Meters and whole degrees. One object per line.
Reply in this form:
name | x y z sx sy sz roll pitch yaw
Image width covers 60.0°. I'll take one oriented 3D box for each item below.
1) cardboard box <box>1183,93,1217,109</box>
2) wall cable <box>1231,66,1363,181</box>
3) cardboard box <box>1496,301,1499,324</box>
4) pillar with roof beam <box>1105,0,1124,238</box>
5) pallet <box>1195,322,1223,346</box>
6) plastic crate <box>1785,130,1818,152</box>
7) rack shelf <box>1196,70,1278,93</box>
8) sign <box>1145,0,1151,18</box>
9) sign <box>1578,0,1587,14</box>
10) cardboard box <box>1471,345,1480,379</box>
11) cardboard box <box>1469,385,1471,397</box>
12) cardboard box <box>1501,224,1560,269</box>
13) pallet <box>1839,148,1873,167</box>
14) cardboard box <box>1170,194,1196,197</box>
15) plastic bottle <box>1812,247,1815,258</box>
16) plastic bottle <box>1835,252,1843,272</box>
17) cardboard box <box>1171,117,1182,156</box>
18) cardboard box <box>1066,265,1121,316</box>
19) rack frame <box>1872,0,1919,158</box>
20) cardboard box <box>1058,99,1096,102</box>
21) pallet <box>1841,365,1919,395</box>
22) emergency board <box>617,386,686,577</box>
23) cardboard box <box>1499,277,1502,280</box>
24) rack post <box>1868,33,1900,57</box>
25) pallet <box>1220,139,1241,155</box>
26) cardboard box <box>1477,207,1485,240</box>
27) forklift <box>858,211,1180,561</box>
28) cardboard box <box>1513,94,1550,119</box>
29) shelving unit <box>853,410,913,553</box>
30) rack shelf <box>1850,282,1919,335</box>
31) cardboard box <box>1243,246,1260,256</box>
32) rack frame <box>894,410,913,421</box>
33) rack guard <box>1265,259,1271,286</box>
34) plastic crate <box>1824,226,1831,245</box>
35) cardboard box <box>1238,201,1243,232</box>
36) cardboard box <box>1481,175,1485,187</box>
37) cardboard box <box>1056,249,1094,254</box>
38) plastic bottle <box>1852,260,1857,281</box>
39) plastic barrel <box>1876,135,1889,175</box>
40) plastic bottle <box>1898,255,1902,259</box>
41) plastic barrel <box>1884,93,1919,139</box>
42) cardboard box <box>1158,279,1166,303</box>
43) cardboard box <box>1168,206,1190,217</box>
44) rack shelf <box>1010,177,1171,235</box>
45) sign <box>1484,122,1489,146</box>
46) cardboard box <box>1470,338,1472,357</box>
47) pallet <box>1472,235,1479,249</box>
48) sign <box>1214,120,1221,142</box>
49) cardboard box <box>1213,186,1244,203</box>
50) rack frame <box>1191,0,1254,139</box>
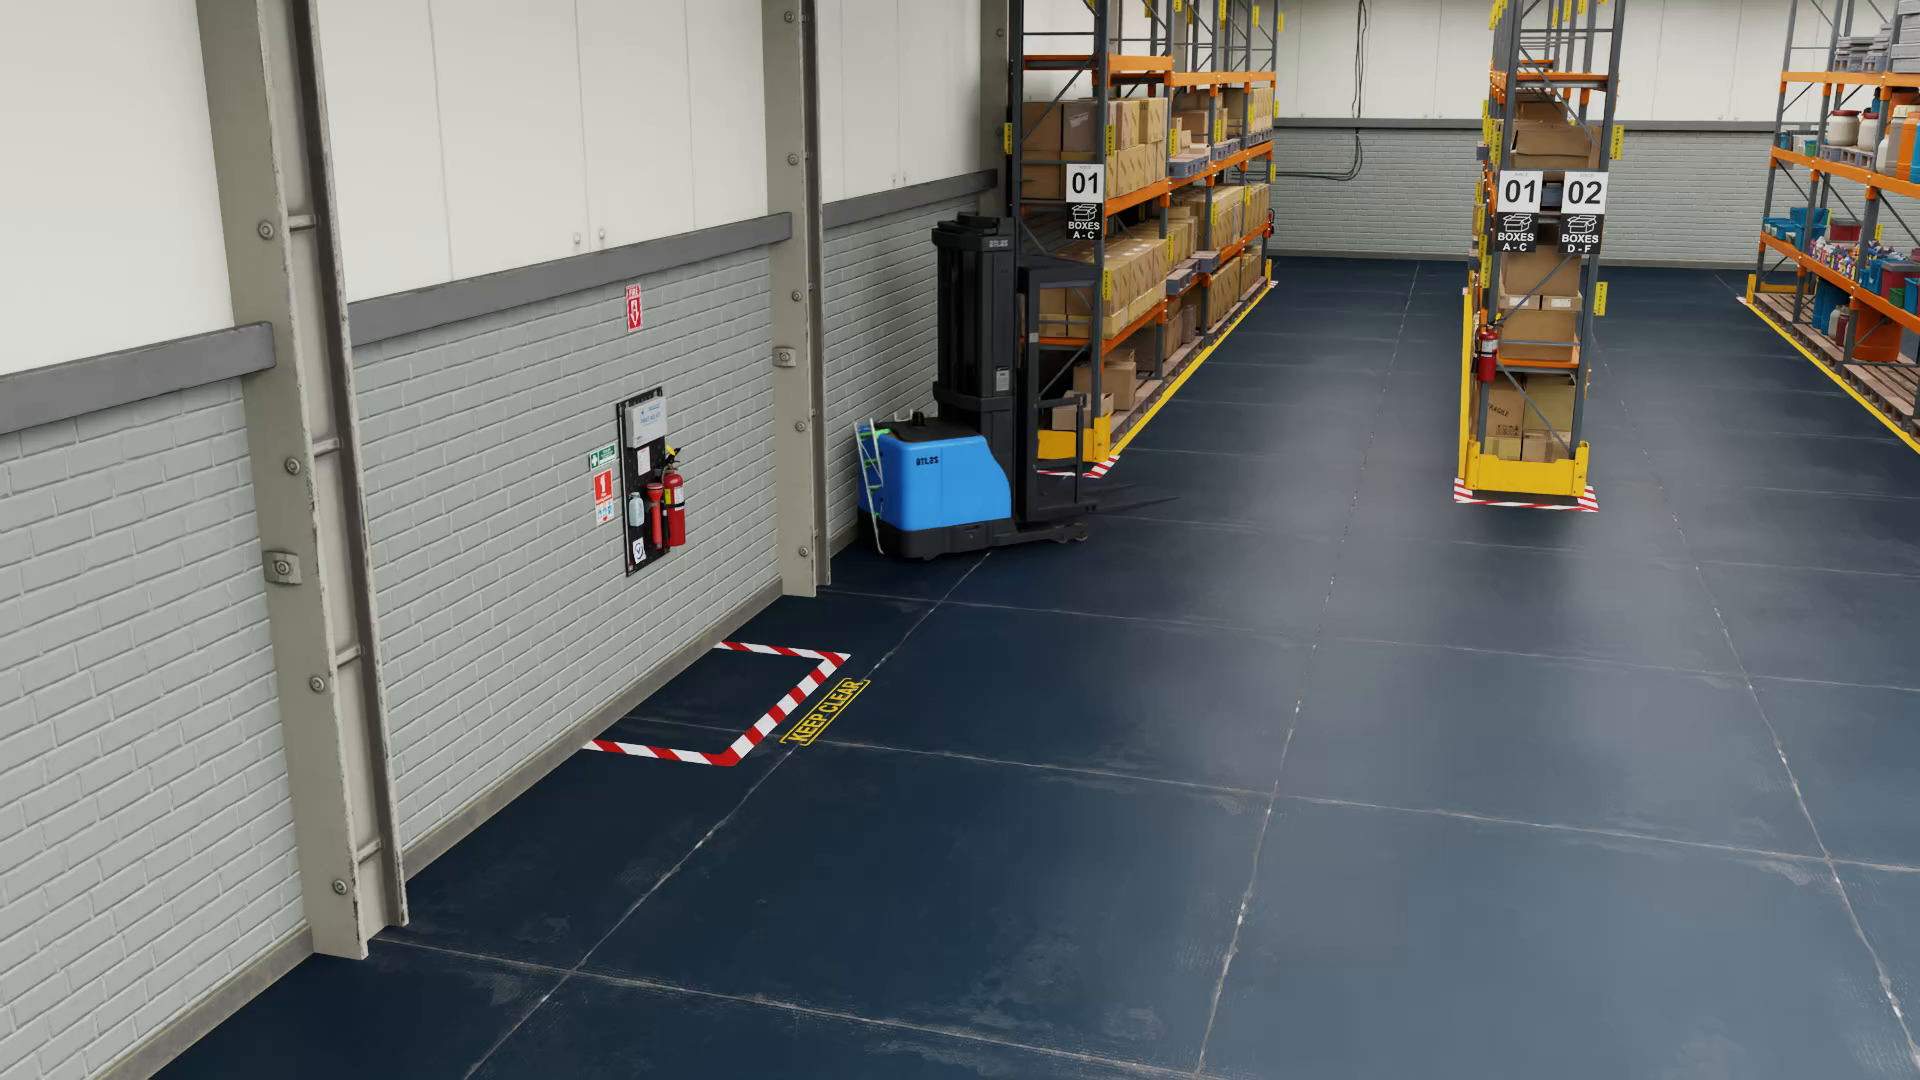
cardboard box | 3.940 -7.196 27.262 0.500 0.250 0.500 4 16 14
wall cable | 7.545 -9.389 37.550 3.097 2.526 0.112 5 16 16
cardboard box | 6.525 -2.684 19.031 0.700 0.500 0.500 5 17 17
pillar with roof beam | 6.250 -6.731 22.488 9.100 9.000 0.400 5 16 16
pallet | 3.617 -3.310 26.534 1.003 0.211 1.213 5 16 16
plastic crate | 14.396 -6.811 28.382 0.504 0.338 0.767 5 16 16
rack shelf | 5.026 -8.369 30.315 1.077 0.370 4.000 5 16 16
sign | 2.788 -7.905 24.627 0.100 0.325 0.005 5 16 16
sign | 8.605 -7.438 22.979 0.100 0.325 0.005 5 16 16
cardboard box | 6.368 -2.033 19.816 0.500 0.500 0.500 5 16 16
cardboard box | 6.512 -1.803 20.379 0.500 0.250 0.500 5 16 16
cardboard box | 6.530 -3.314 18.876 0.700 0.500 0.500 5 16 16
pallet | 13.508 -5.572 24.247 1.003 0.211 1.213 5 16 16
cardboard box | 3.501 -5.421 26.725 0.500 0.250 0.500 4 16 14
plastic bottle | 13.390 -4.505 25.998 0.097 0.201 0.097 0 16 0
plastic bottle | 12.850 -4.065 24.298 0.061 0.283 0.133 5 16 16
cardboard box | 2.767 -5.557 22.897 0.500 0.500 0.500 4 16 14
cardboard box | 1.472 -2.758 18.341 0.500 0.500 0.500 5 16 16
rack frame | 12.820 -6.569 21.919 1.000 3.000 0.127 5 16 16
cardboard box | 1.376 -4.875 19.391 0.500 0.500 0.500 5 16 16
pallet | 12.562 -2.142 22.414 1.003 0.211 1.213 5 16 16
emergency board | -2.027 -0.395 11.146 0.194 1.169 0.643 5 16 16
cardboard box | 6.091 -2.789 18.214 0.380 0.149 0.250 5 17 17
rack post | 12.986 -6.726 22.609 0.954 0.300 0.937 5 16 16
pallet | 4.245 -6.605 27.894 0.805 0.209 1.217 4 16 14
cardboard box | 8.725 -5.073 26.687 0.700 0.500 0.500 7 17 25
forklift | 0.614 -1.495 15.148 3.031 2.935 1.130 -8 18 -27
cardboard box | 8.202 -6.154 23.937 0.500 0.500 0.500 5 16 16
shelving unit | -0.575 -0.526 14.881 0.503 1.200 0.258 -17 9 -43
rack shelf | 12.251 -2.814 20.991 1.077 0.370 4.000 5 16 16
cardboard box | 5.558 -5.550 31.944 0.380 0.149 0.250 5 17 17
rack frame | -0.403 -0.577 15.046 0.015 1.200 0.240 -17 9 -43
rack guard | 5.601 -5.348 33.189 1.175 0.500 0.348 5 16 16
plastic crate | 14.567 -5.087 27.793 0.437 0.282 0.530 5 16 16
cardboard box | 4.568 -5.558 28.584 0.500 0.500 0.500 4 16 15
cardboard box | 9.678 -6.327 30.043 0.500 0.500 0.500 5 17 17
cardboard box | 1.416 -3.195 19.880 0.500 0.500 0.500 5 17 17
plastic bottle | 12.526 -3.766 23.244 0.061 0.283 0.133 5 16 16
plastic barrel | 12.438 -5.122 22.111 0.421 0.512 0.421 0 16 0
plastic bottle | 13.574 -3.979 24.018 0.097 0.271 0.097 0 16 0
plastic barrel | 12.984 -5.683 22.735 0.600 0.830 0.708 5 16 16
cardboard box | 2.340 -3.195 21.255 0.500 0.250 0.500 5 16 16
cardboard box | 3.252 -4.931 24.958 0.380 0.149 0.250 2 16 9
rack shelf | 1.616 -3.979 19.601 1.077 0.370 4.000 5 16 16
sign | 7.552 -5.803 23.766 0.100 0.325 0.005 5 16 16
cardboard box | 7.499 -2.702 23.547 0.500 0.250 0.500 4 16 14
pallet | 8.877 -4.822 27.104 1.003 0.211 1.213 5 16 16
sign | 3.841 -6.100 24.816 0.100 0.325 0.005 5 16 16
cardboard box | 4.570 -5.917 28.476 0.500 0.250 0.500 5 17 17
rack frame | 4.458 -8.384 28.317 1.000 3.000 0.127 5 16 16
